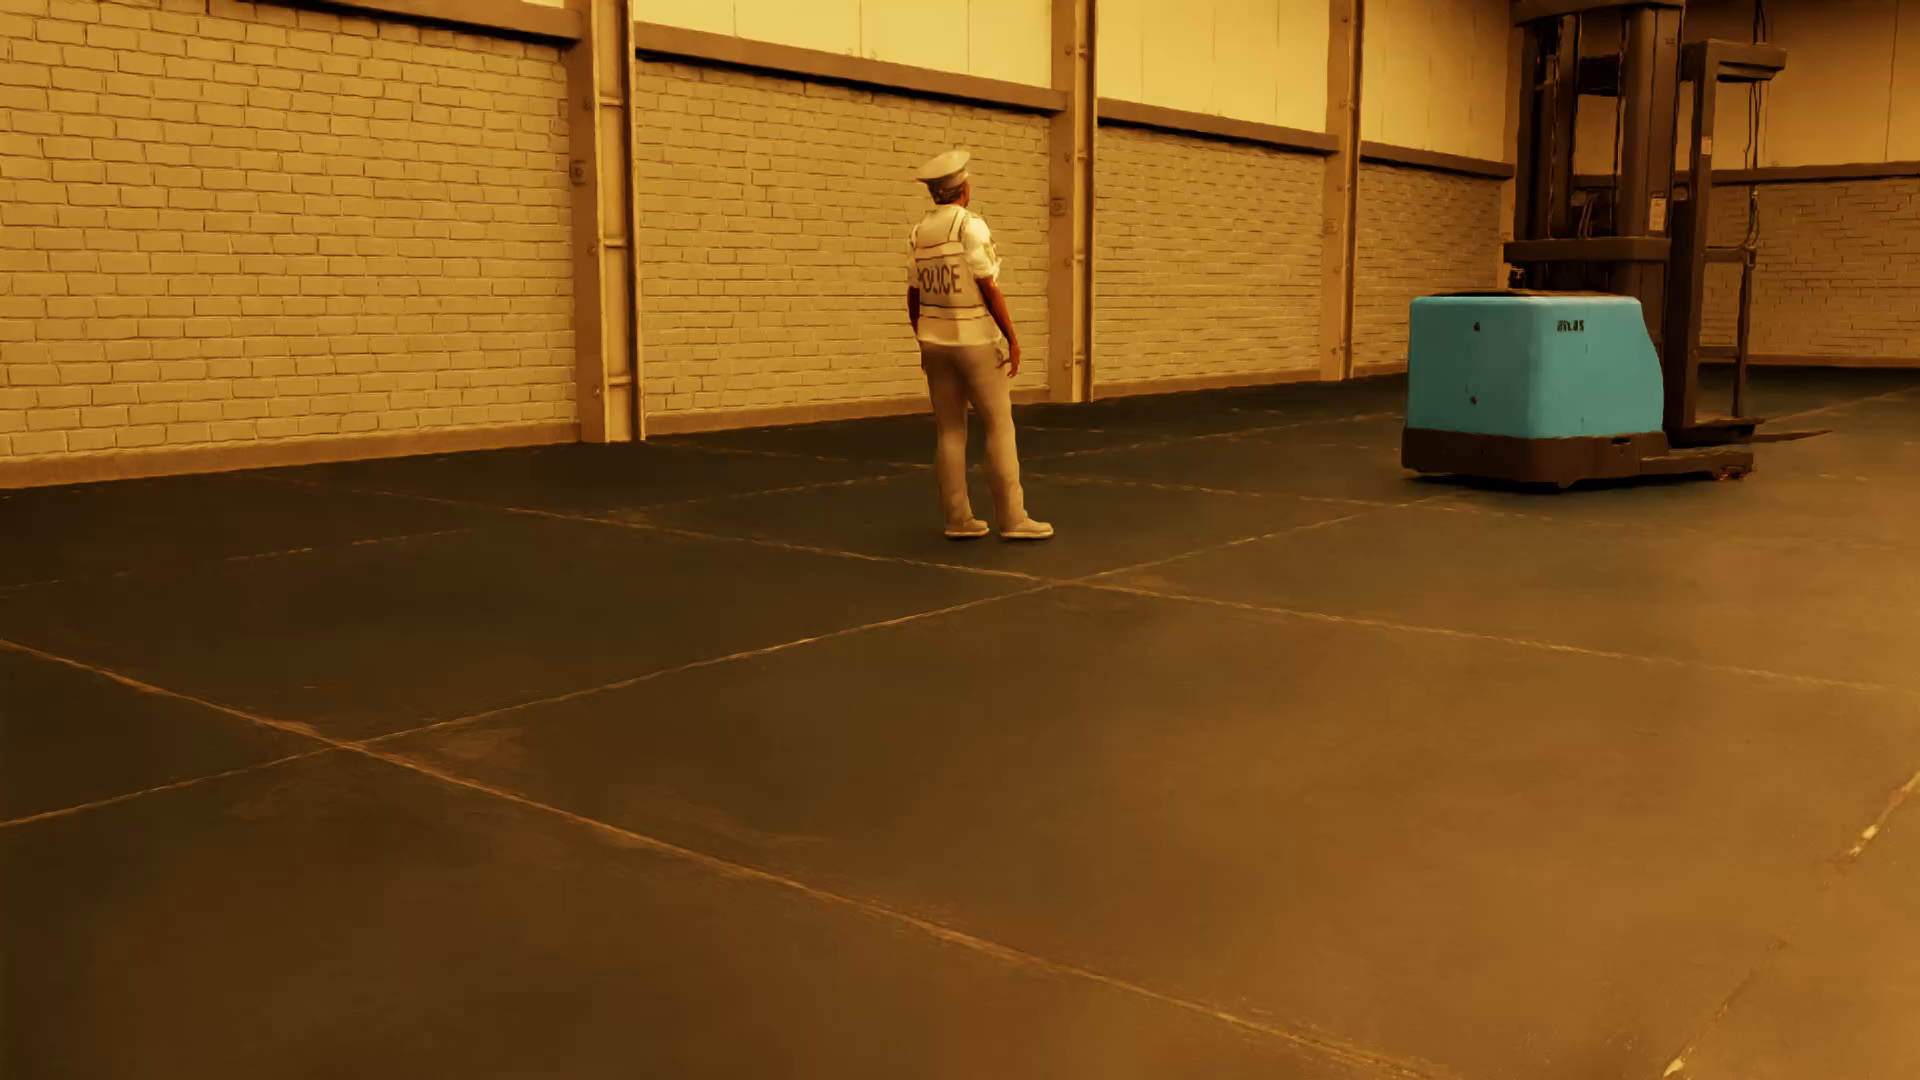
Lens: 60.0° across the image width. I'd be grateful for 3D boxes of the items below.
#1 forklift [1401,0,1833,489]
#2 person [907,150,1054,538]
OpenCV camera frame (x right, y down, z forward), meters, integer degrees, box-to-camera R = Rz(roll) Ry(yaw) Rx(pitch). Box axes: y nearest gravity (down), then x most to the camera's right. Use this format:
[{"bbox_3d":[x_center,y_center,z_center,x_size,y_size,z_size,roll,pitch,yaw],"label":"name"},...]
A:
[{"bbox_3d":[4.149,-1.865,10.026,3.031,2.935,1.130,-5,10,-31],"label":"forklift"},{"bbox_3d":[0.062,-0.853,7.327,0.570,1.695,0.529,7,11,38],"label":"person"}]
